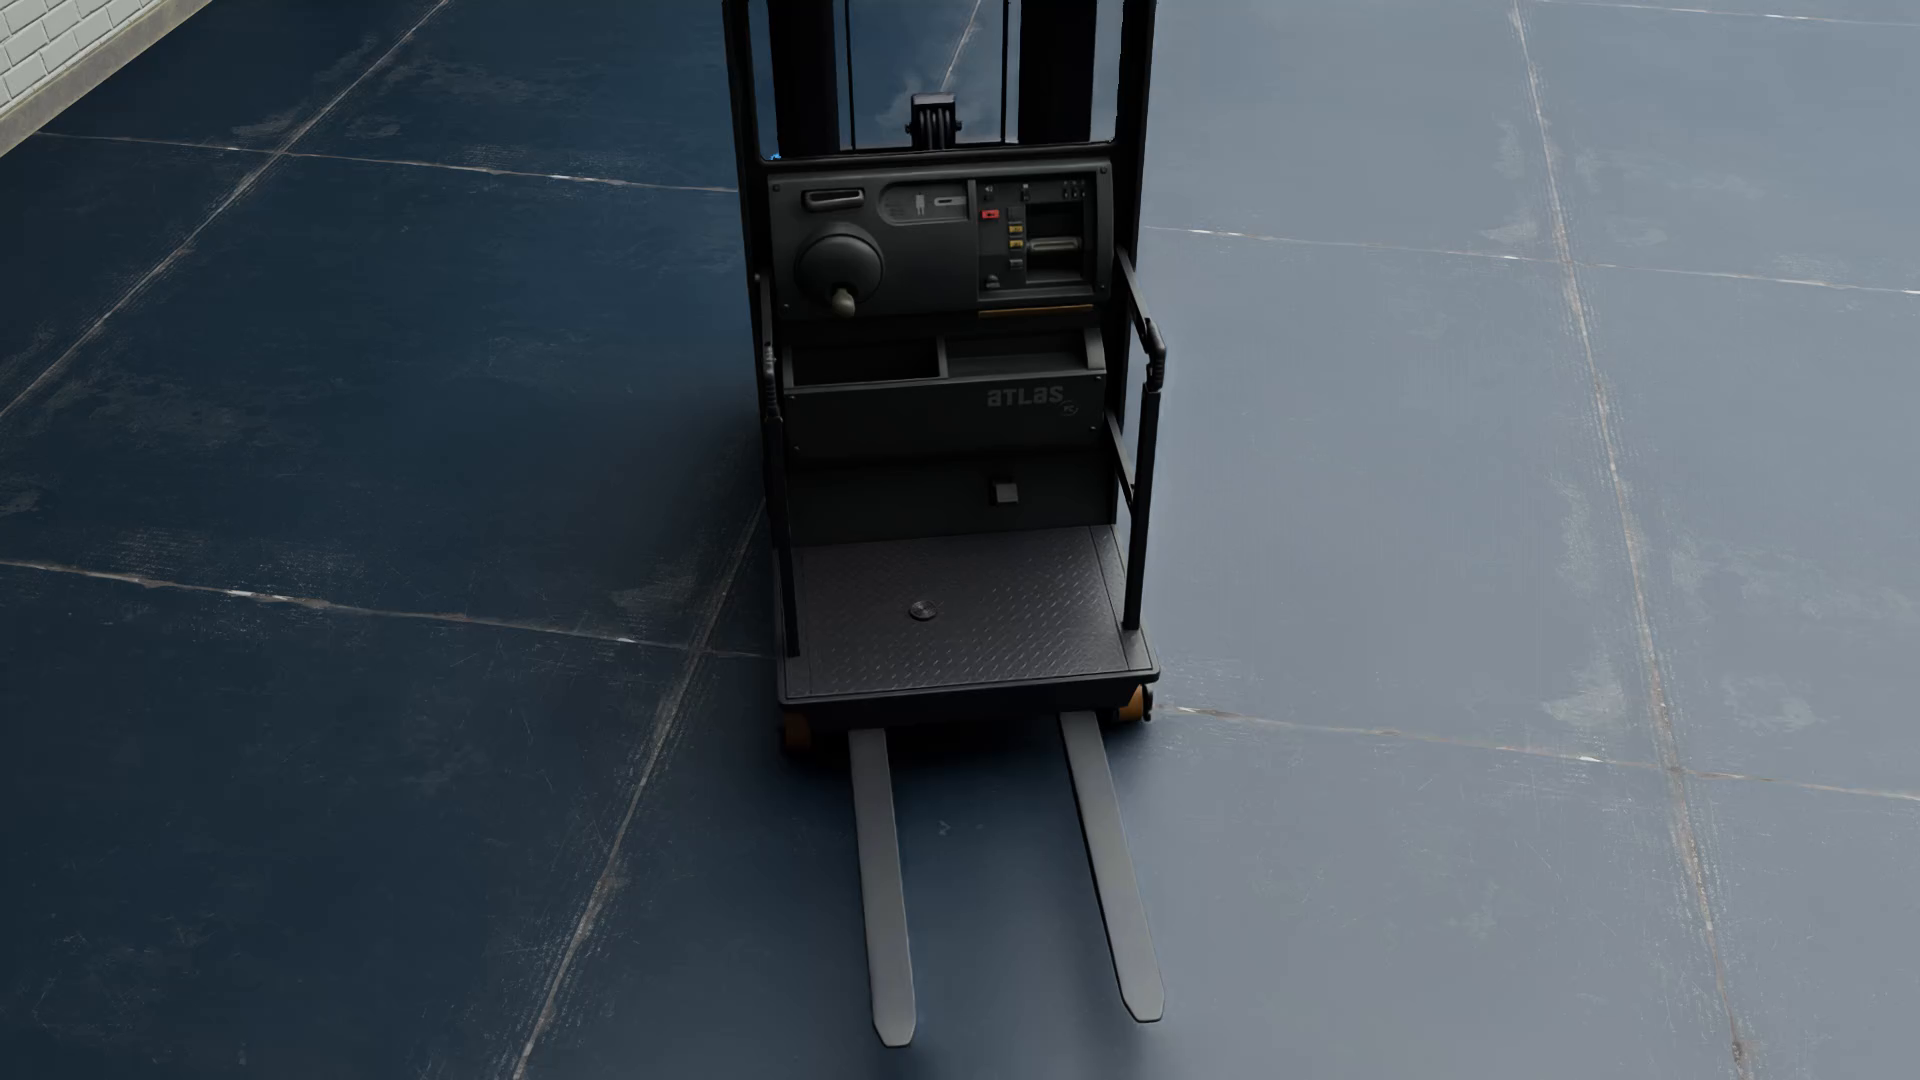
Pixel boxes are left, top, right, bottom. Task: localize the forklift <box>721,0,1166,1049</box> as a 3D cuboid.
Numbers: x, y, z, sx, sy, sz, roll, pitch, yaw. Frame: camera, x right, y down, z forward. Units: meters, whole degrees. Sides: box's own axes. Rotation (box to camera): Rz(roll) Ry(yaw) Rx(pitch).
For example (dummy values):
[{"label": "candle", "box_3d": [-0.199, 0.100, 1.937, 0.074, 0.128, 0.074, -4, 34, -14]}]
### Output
[{"label": "forklift", "box_3d": [-0.020, -0.736, 4.340, 1.130, 2.935, 3.031, -4, 40, -5]}]
